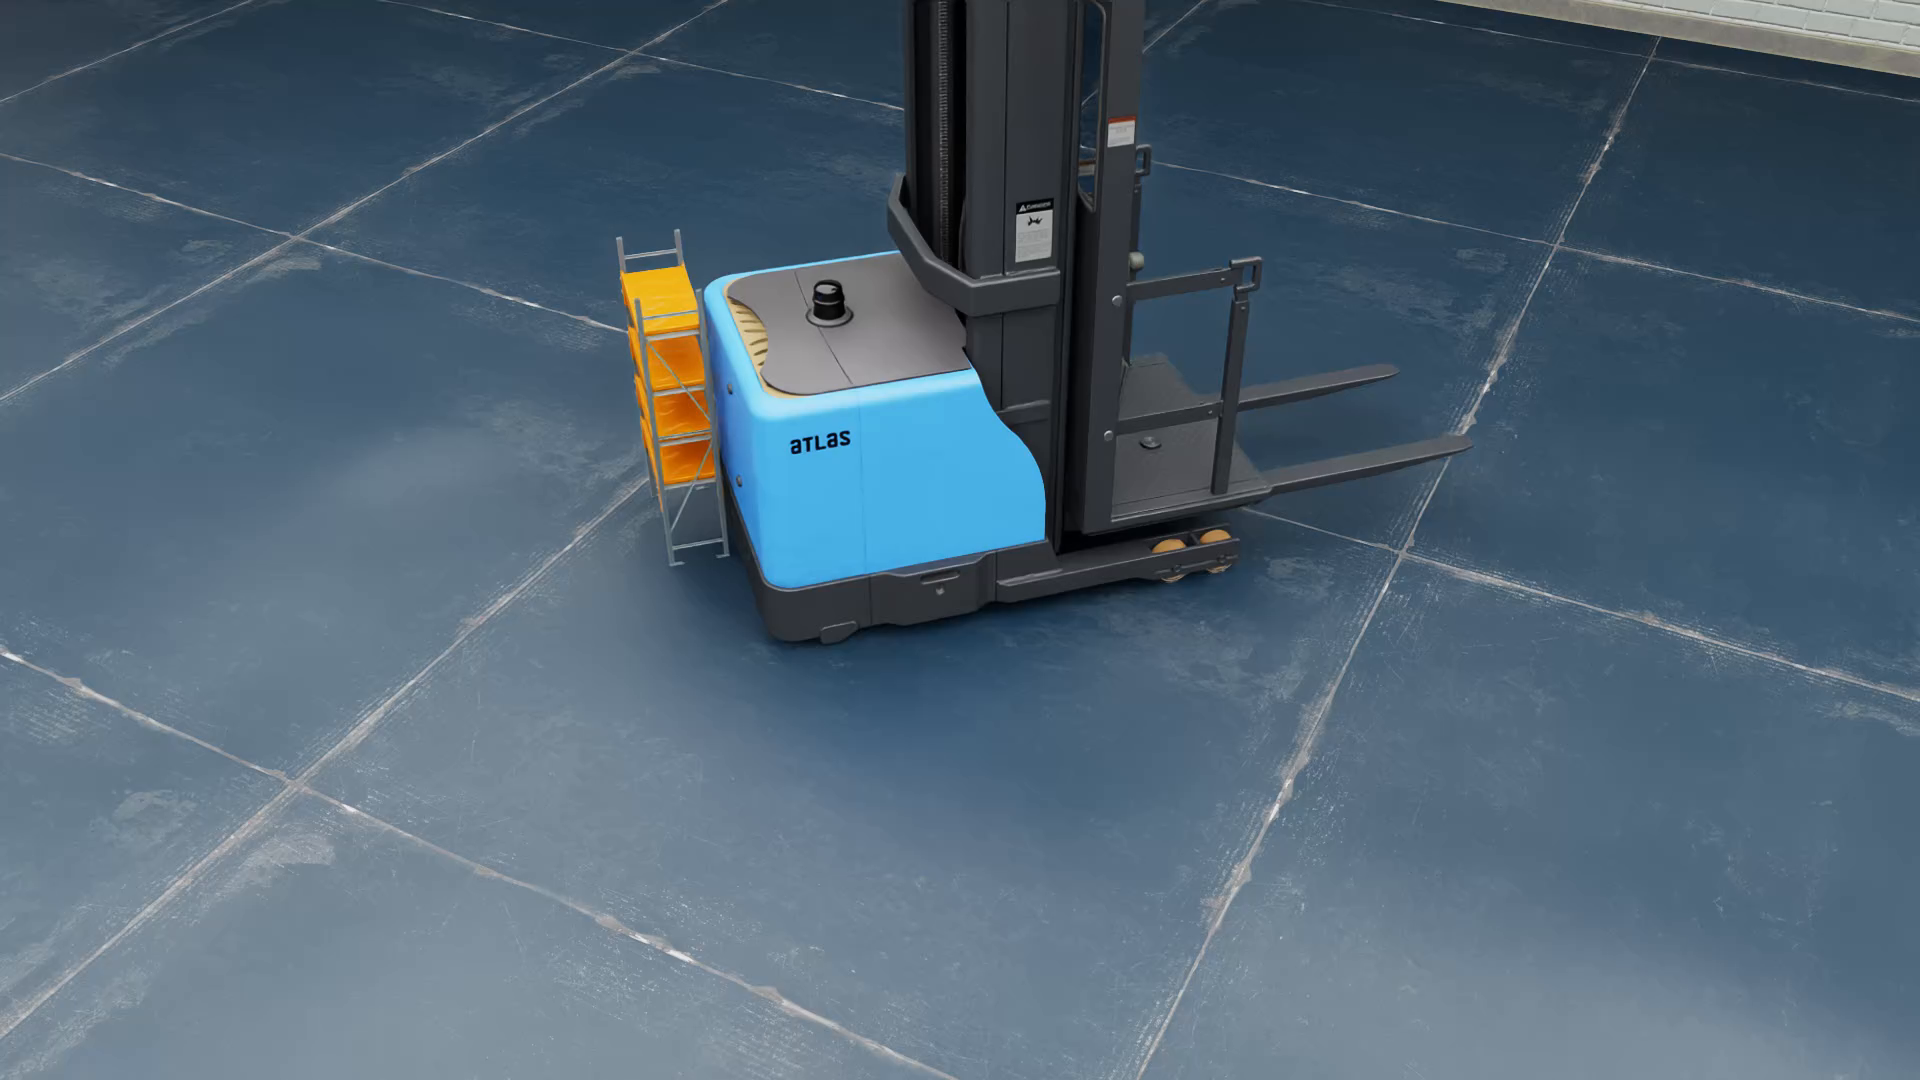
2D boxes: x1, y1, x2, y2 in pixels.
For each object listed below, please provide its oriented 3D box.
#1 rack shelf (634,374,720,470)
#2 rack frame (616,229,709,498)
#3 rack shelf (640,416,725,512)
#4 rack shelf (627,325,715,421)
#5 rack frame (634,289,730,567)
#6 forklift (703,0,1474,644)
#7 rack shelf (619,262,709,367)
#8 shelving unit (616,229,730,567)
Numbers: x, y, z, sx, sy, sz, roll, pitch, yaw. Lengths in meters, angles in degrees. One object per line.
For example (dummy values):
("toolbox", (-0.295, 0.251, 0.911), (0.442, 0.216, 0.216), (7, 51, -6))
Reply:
("rack shelf", (-1.109, -0.484, 6.506), (0.258, 0.148, 0.480), (-10, 38, -13))
("rack frame", (-1.179, -0.679, 6.652), (0.240, 1.200, 0.015), (-10, 38, -13))
("rack shelf", (-1.109, -0.325, 6.626), (0.258, 0.148, 0.480), (-10, 38, -13))
("rack shelf", (-1.109, -0.662, 6.371), (0.258, 0.148, 0.480), (-10, 38, -13))
("rack frame", (-1.039, -0.396, 6.279), (0.240, 1.200, 0.015), (-10, 38, -13))
("forklift", (0.593, -1.299, 6.037), (3.031, 2.935, 1.130), (-11, 39, -14))
("rack shelf", (-1.109, -0.850, 6.228), (0.258, 0.148, 0.480), (-10, 38, -13))
("shelving unit", (-1.109, -0.537, 6.465), (0.258, 1.200, 0.503), (-10, 38, -13))
